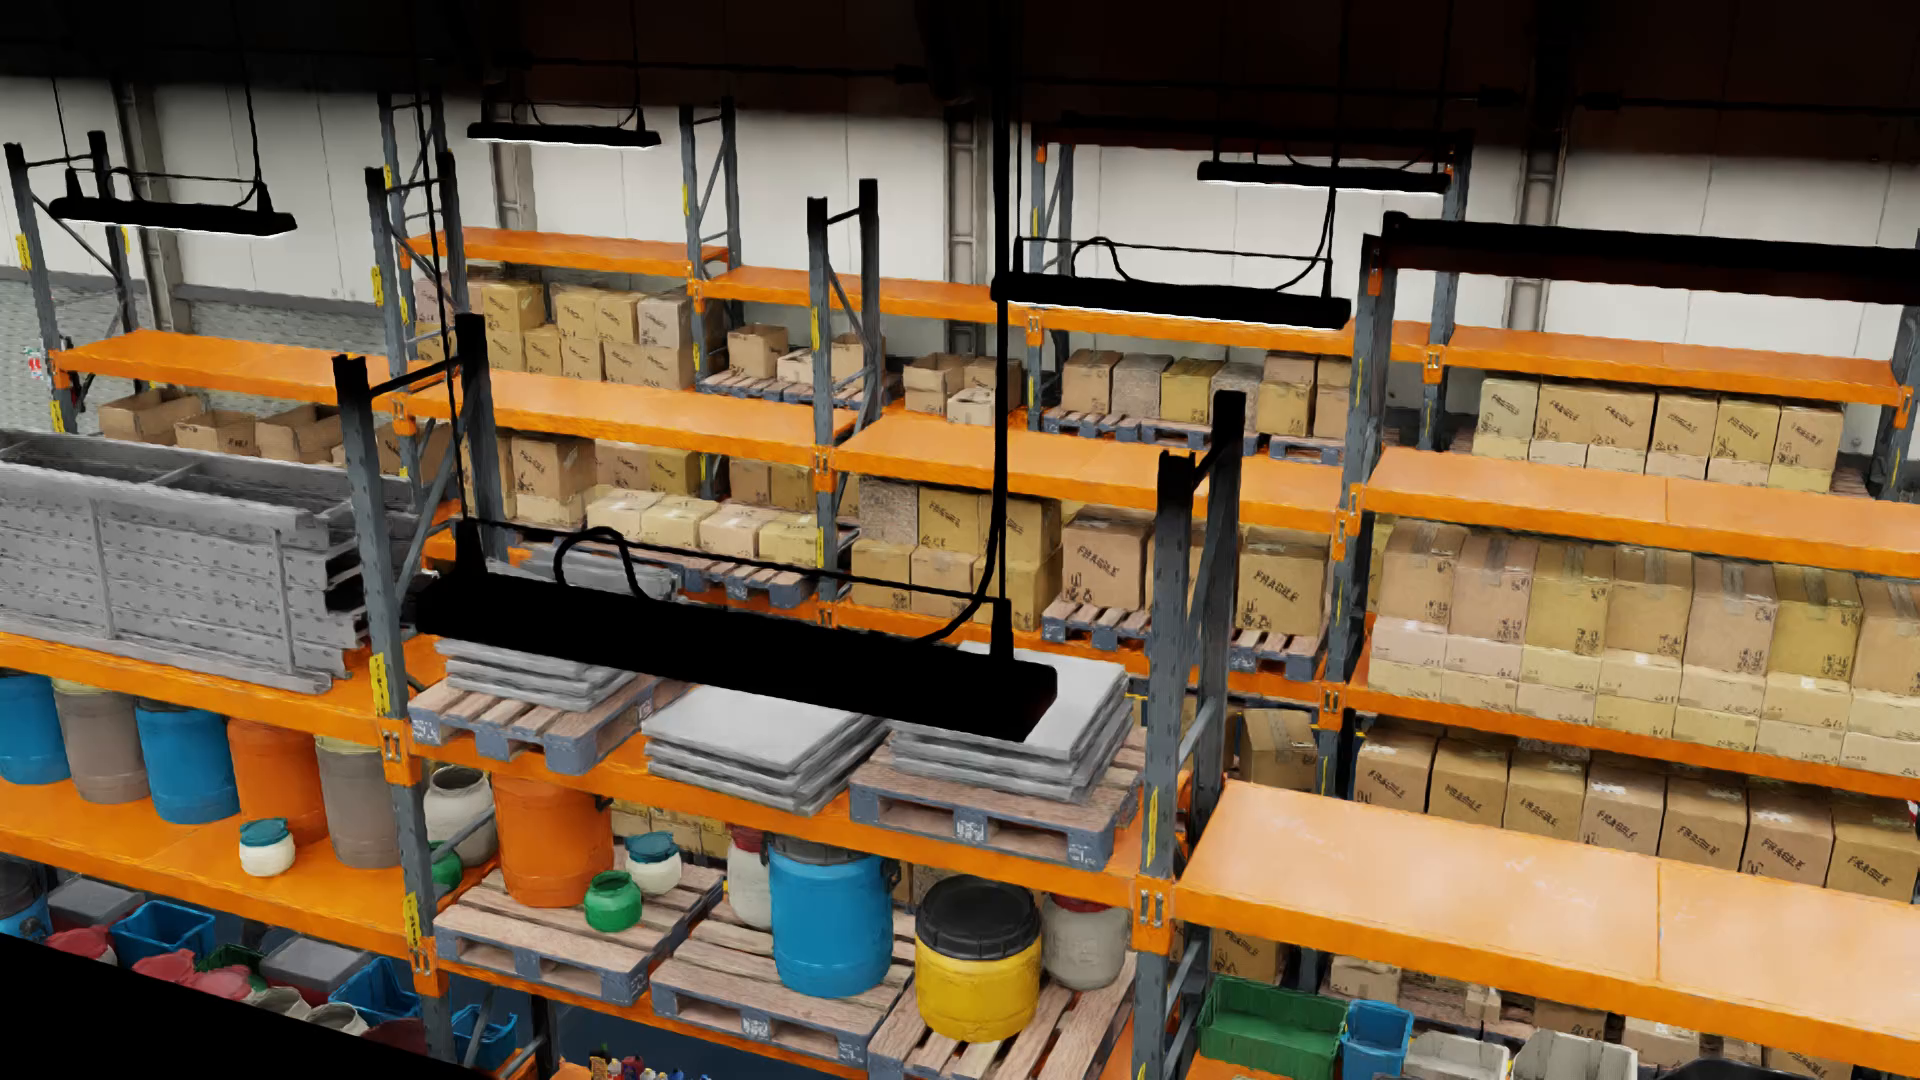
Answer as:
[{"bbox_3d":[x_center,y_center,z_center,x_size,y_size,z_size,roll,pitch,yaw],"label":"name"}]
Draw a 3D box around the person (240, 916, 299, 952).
[{"bbox_3d":[-5.321,2.703,12.879,1.115,1.700,0.543,9,23,22],"label":"person"}]
